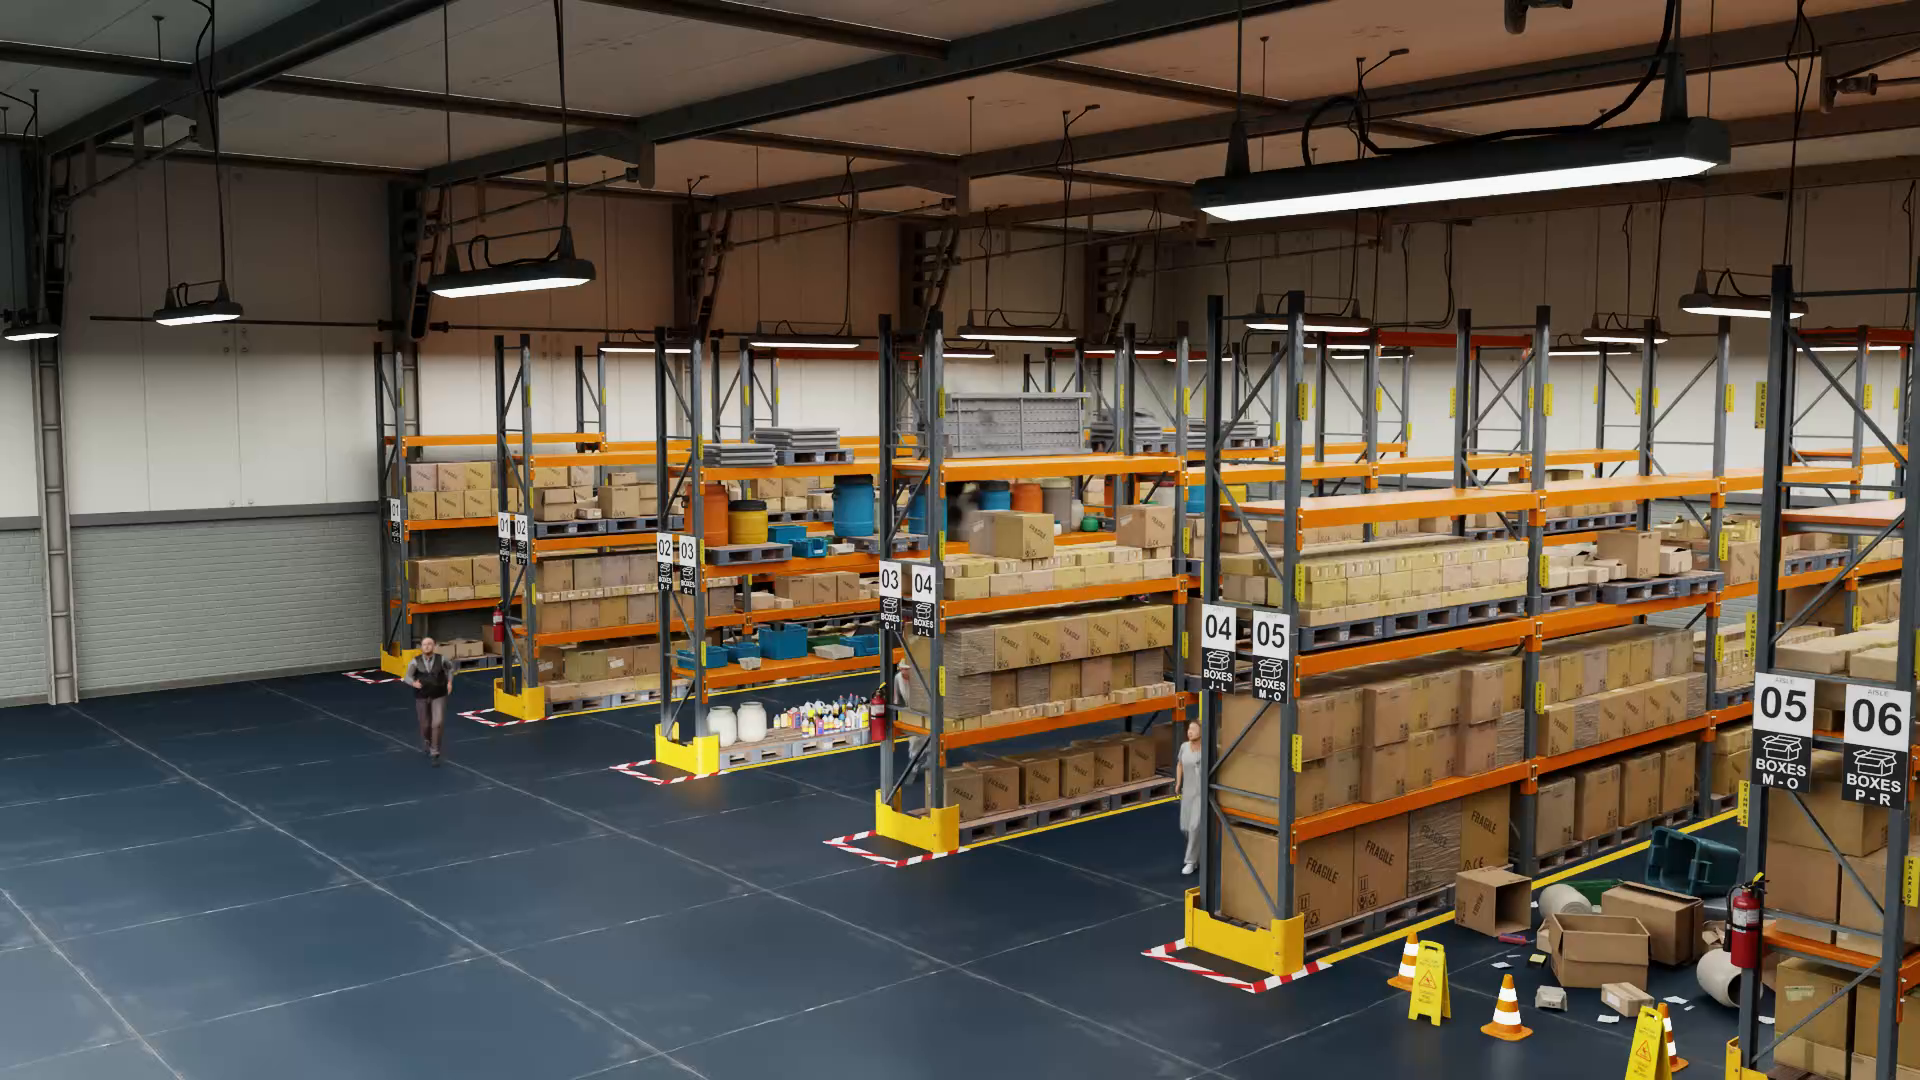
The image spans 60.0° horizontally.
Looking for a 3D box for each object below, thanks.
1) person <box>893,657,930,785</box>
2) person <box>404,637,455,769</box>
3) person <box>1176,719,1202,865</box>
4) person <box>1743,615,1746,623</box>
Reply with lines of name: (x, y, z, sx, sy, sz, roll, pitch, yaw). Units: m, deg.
person: (-0.518, 2.345, 21.995, 0.707, 1.729, 1.030, 3, 6, 26)
person: (-7.332, 2.209, 23.003, 0.672, 1.735, 0.963, -1, 5, -14)
person: (2.589, 2.697, 17.910, 0.568, 1.575, 0.571, 4, 6, 35)
person: (12.161, 1.971, 25.680, 0.846, 1.646, 0.591, -4, 7, -38)
